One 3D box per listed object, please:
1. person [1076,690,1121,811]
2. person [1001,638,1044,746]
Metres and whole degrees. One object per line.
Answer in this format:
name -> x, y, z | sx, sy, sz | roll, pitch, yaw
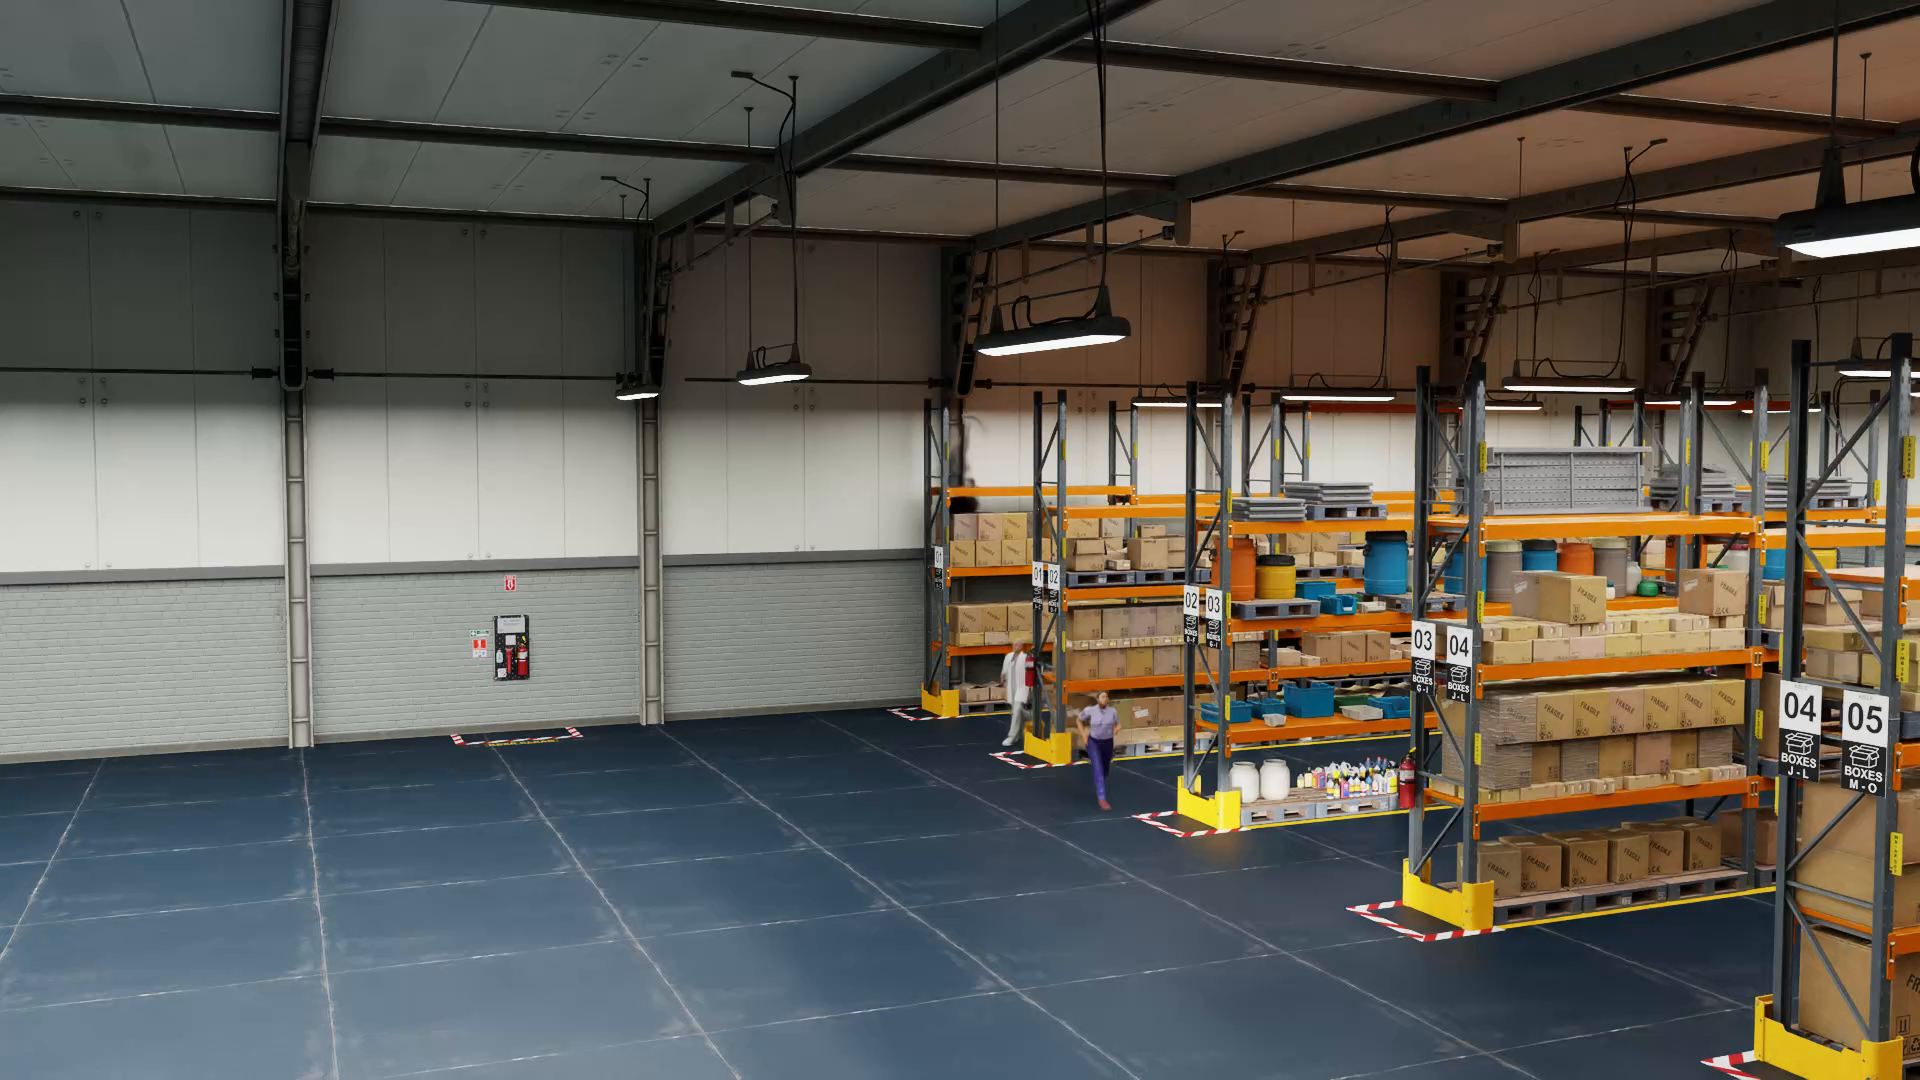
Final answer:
person -> 1.988, 2.958, 23.720 | 0.620, 1.650, 0.910 | -1, 3, -16
person -> 1.025, 2.586, 28.621 | 0.760, 1.794, 1.056 | 2, 4, 36
